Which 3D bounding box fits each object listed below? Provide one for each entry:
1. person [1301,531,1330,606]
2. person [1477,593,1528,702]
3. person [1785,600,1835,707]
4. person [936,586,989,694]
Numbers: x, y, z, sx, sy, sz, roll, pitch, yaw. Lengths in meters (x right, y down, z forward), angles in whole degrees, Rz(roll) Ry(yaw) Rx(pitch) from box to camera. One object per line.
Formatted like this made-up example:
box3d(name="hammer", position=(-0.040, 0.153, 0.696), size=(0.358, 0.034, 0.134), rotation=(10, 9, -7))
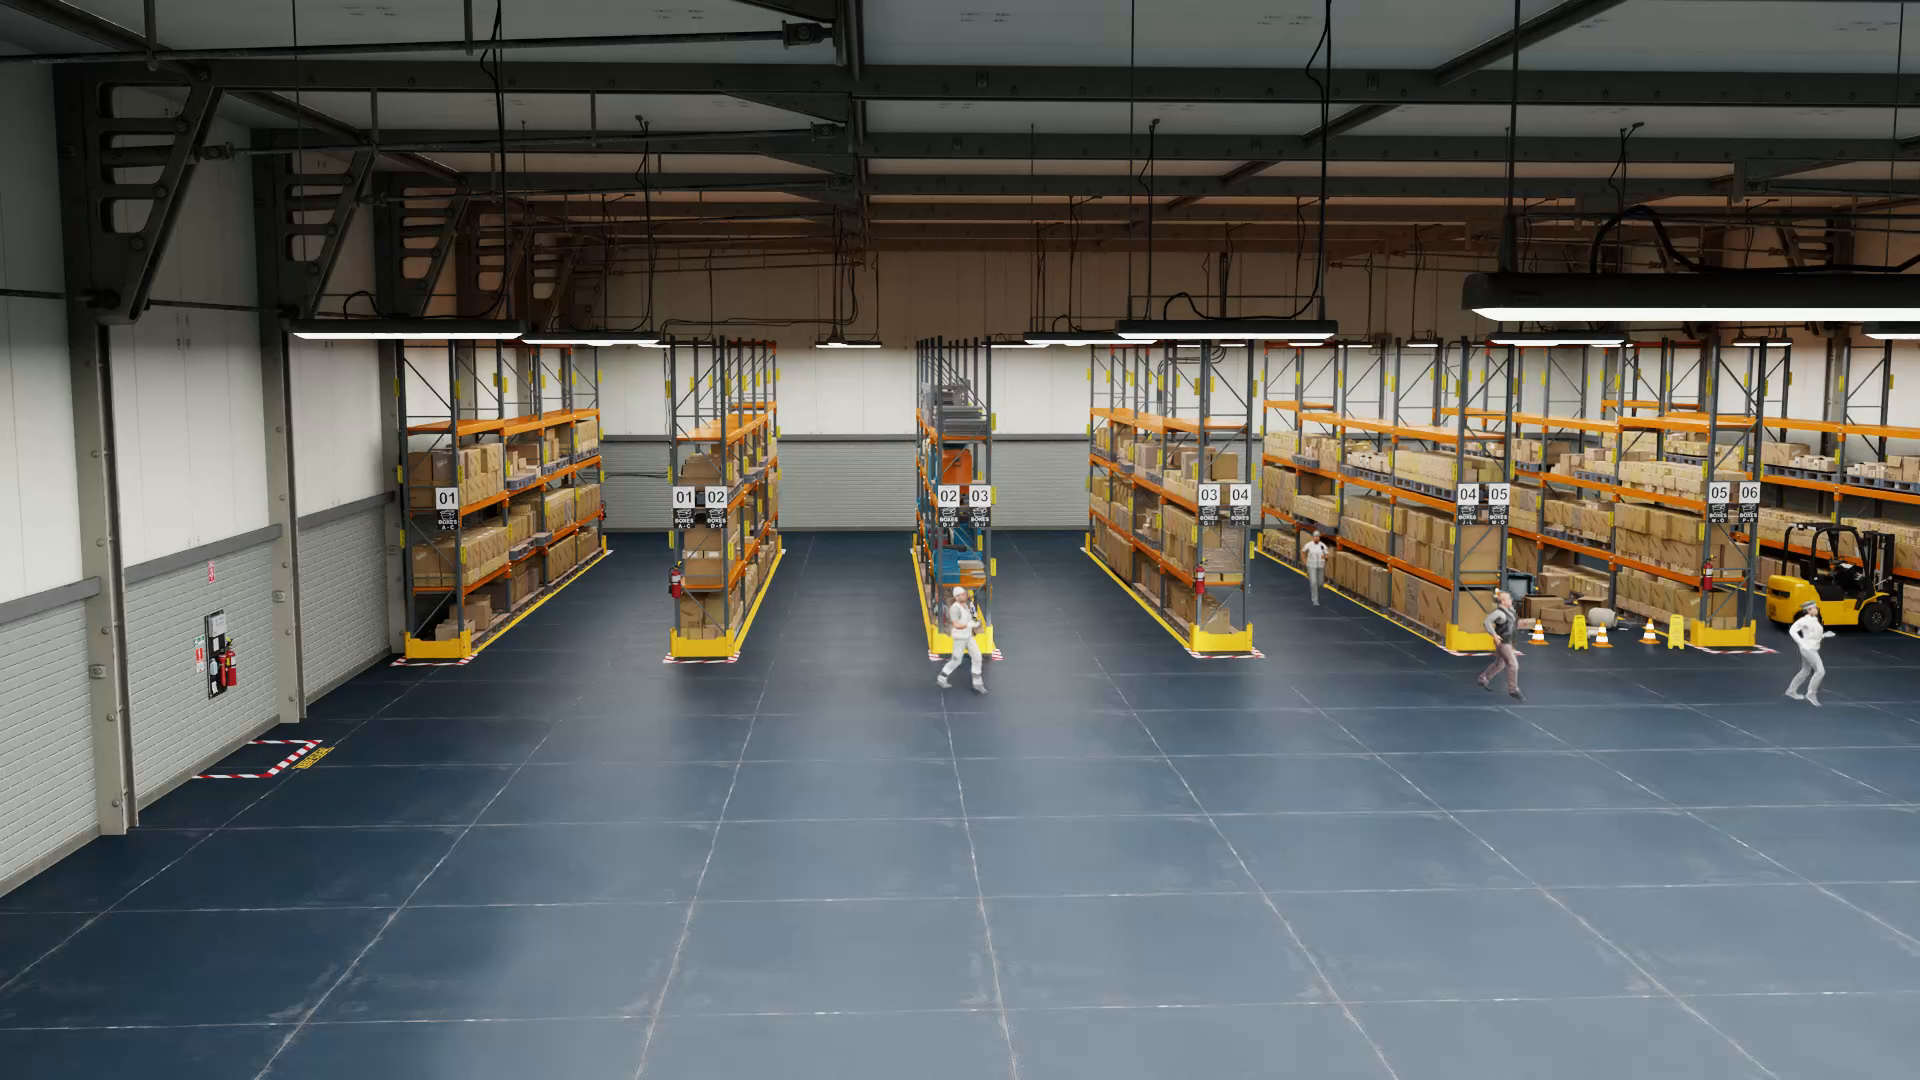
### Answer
box3d(name="person", position=(8.047, 0.622, 37.626), size=(0.615, 1.643, 0.918), rotation=(0, 6, -3))
box3d(name="person", position=(8.973, 1.741, 27.435), size=(0.871, 1.753, 0.638), rotation=(4, 8, 33))
box3d(name="person", position=(13.790, 1.829, 26.984), size=(0.689, 1.748, 0.590), rotation=(5, 8, 39))
box3d(name="person", position=(0.046, 1.676, 27.935), size=(0.893, 1.812, 0.669), rotation=(3, 7, 27))
